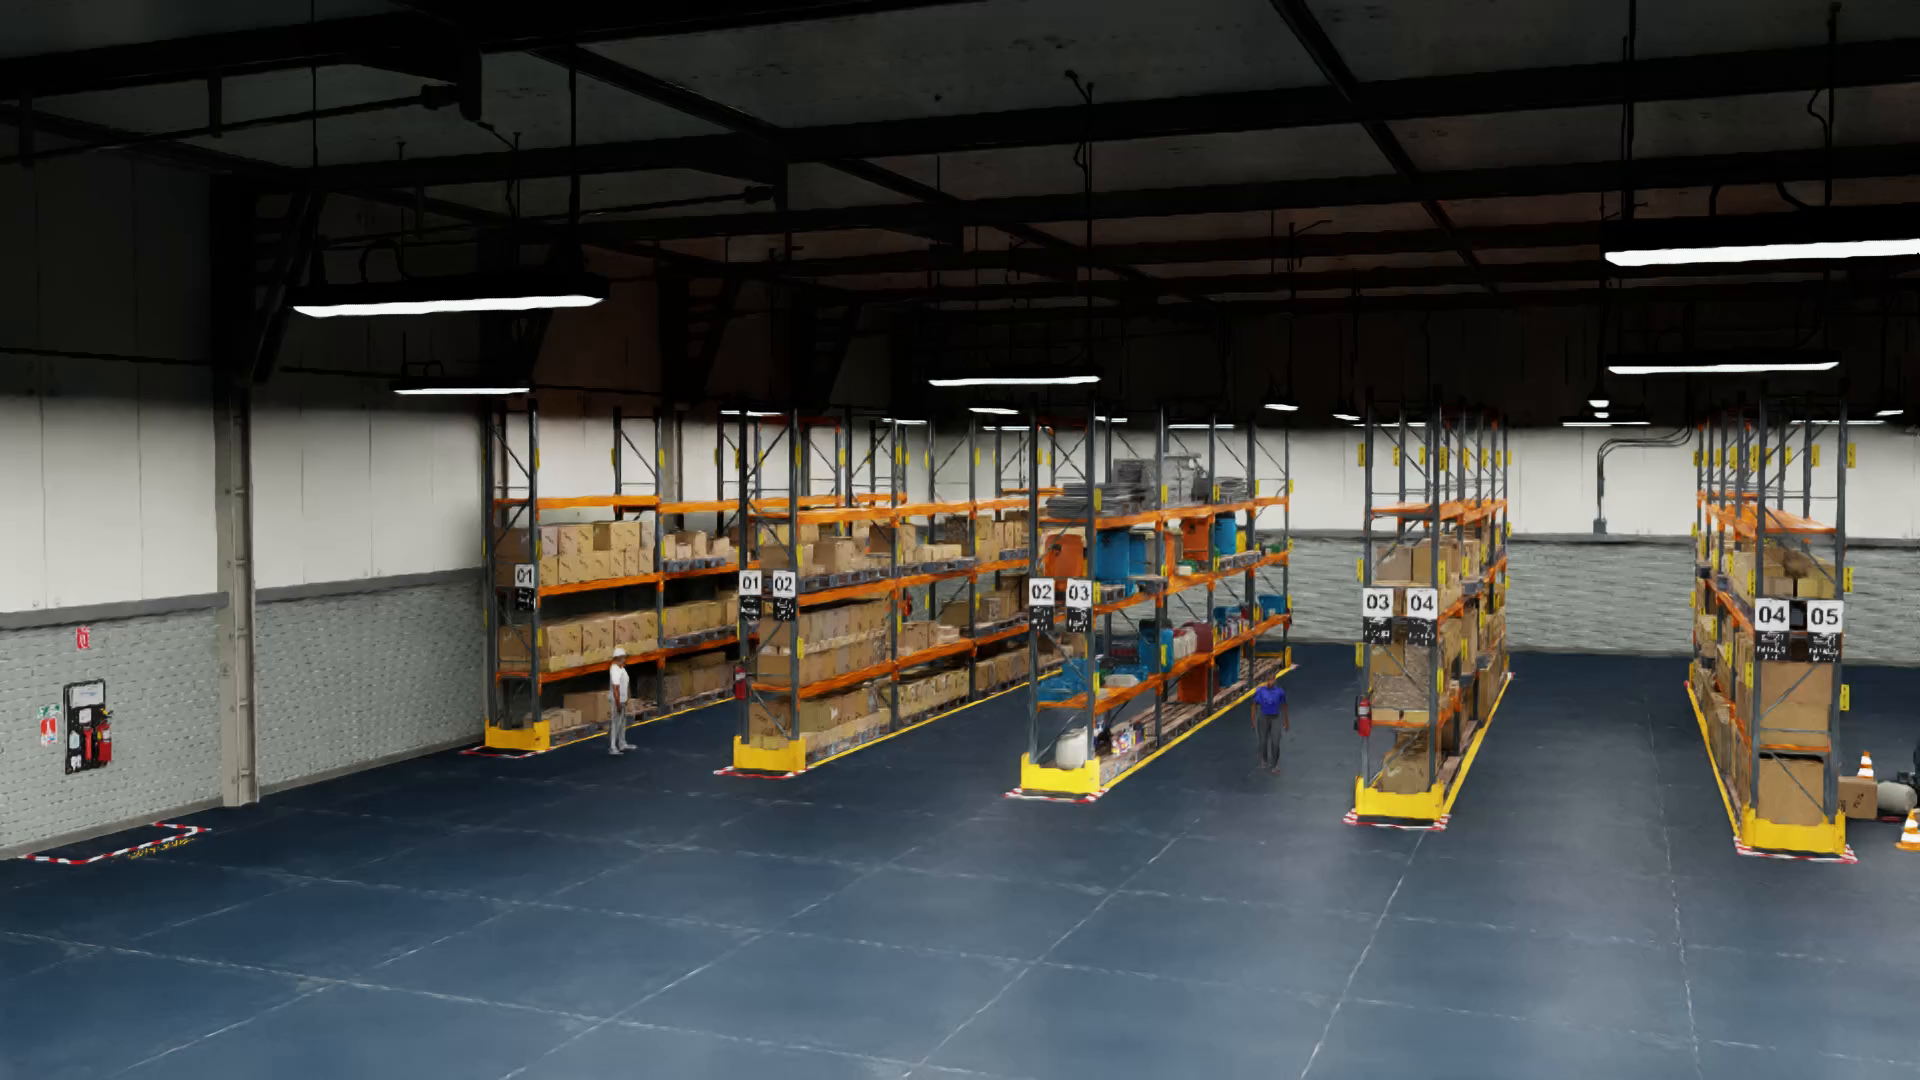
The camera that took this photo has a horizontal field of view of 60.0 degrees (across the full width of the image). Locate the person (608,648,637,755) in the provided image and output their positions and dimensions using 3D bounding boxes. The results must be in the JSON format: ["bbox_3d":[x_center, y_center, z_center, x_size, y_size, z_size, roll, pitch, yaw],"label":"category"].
[{"bbox_3d":[-5.724,2.715,28.133,0.464,1.763,0.645,0,3,-7],"label":"person"}]

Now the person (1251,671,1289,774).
[{"bbox_3d":[4.970,2.881,26.626,0.587,1.621,0.661,1,3,13],"label":"person"}]
